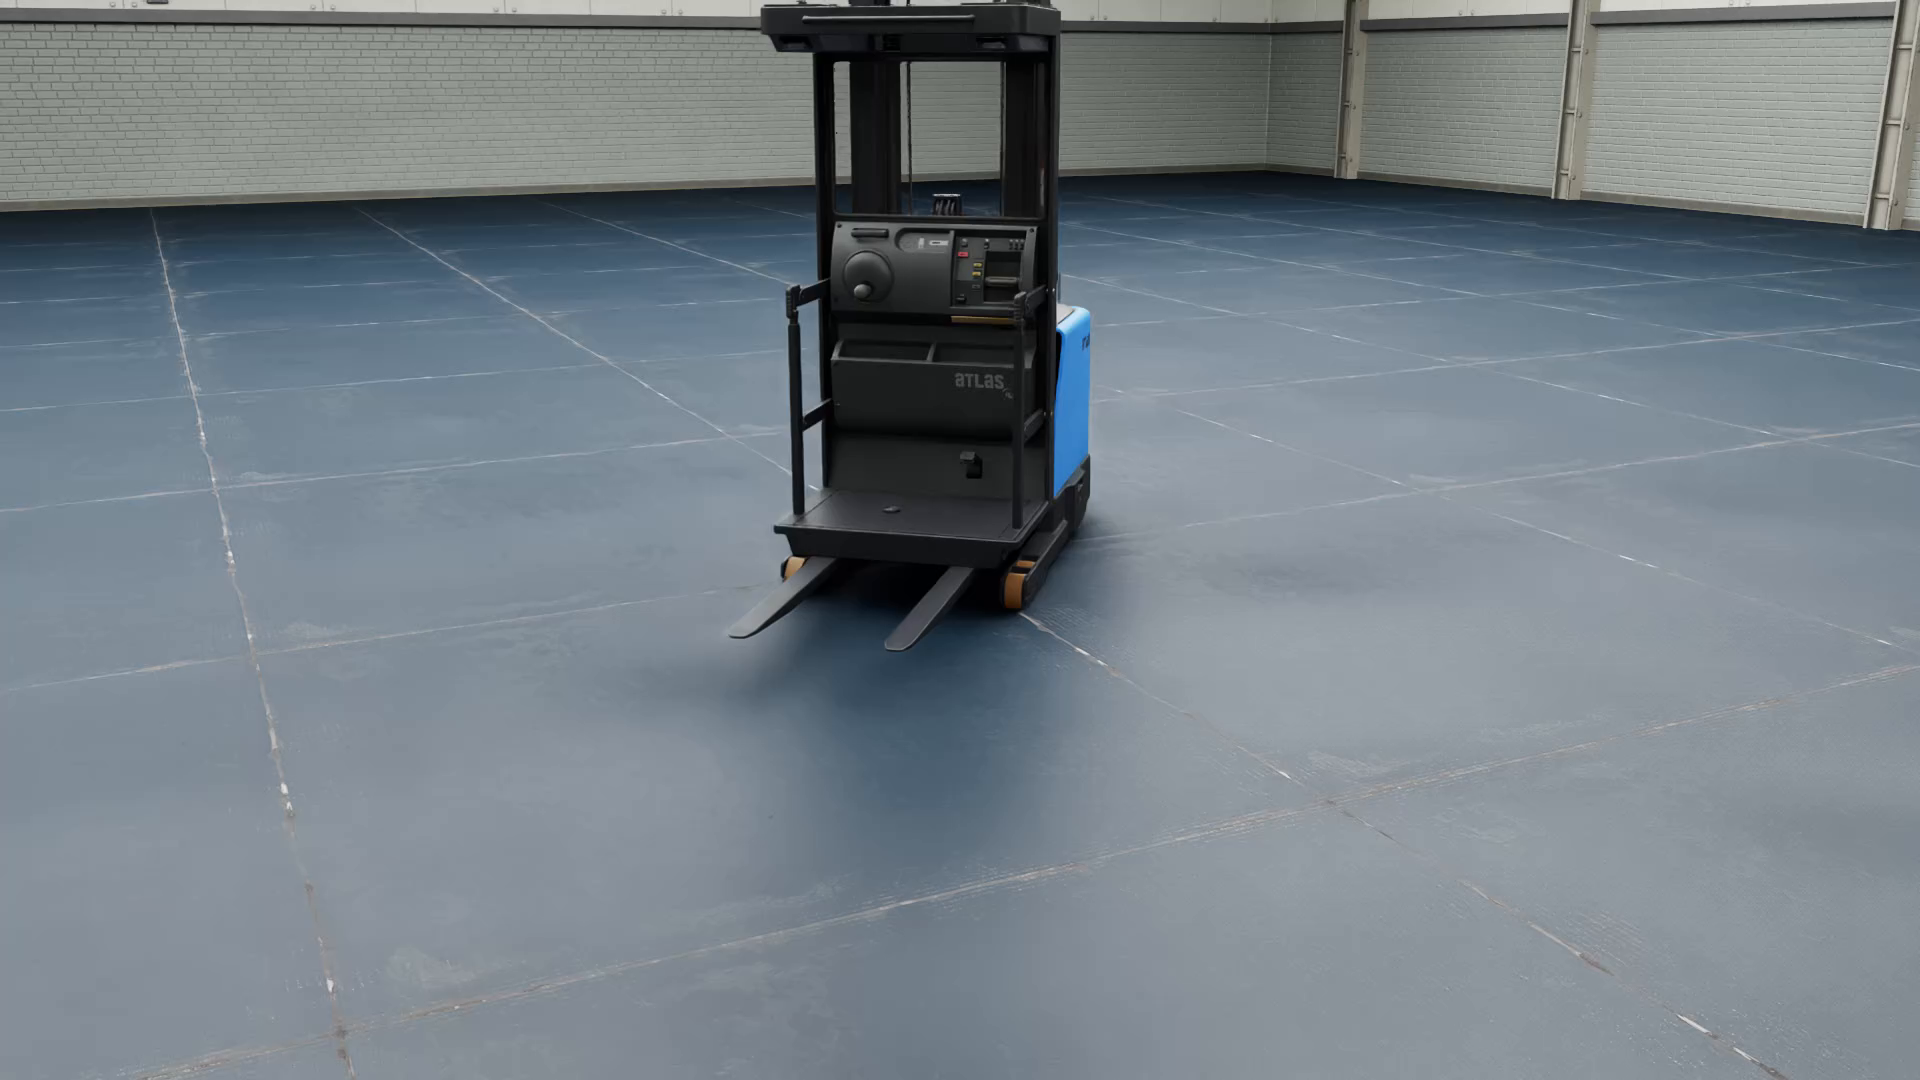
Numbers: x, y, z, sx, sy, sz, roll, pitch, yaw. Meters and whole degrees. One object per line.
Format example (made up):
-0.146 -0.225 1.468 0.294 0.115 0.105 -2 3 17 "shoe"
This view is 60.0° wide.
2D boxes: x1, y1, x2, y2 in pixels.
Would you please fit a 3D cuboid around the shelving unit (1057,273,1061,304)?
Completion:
0.394 -0.834 8.972 0.258 1.200 0.189 -15 20 -43 "shelving unit"

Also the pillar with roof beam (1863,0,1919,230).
9.309 -8.257 20.709 9.100 9.000 0.400 -8 18 -25 "pillar with roof beam"

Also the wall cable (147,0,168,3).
-11.955 -11.614 26.243 2.305 6.003 0.169 -8 18 -25 "wall cable"

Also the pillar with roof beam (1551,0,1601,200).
6.681 -9.745 25.893 9.100 9.000 0.400 -8 18 -25 "pillar with roof beam"

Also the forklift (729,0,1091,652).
-0.169 -1.219 7.186 1.130 2.935 3.031 4 16 13 "forklift"

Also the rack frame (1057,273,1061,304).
0.458 -0.818 8.909 0.240 1.200 0.006 -15 20 -43 "rack frame"

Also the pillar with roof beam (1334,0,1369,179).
4.052 -11.232 31.078 9.100 9.000 0.400 -8 18 -25 "pillar with roof beam"
